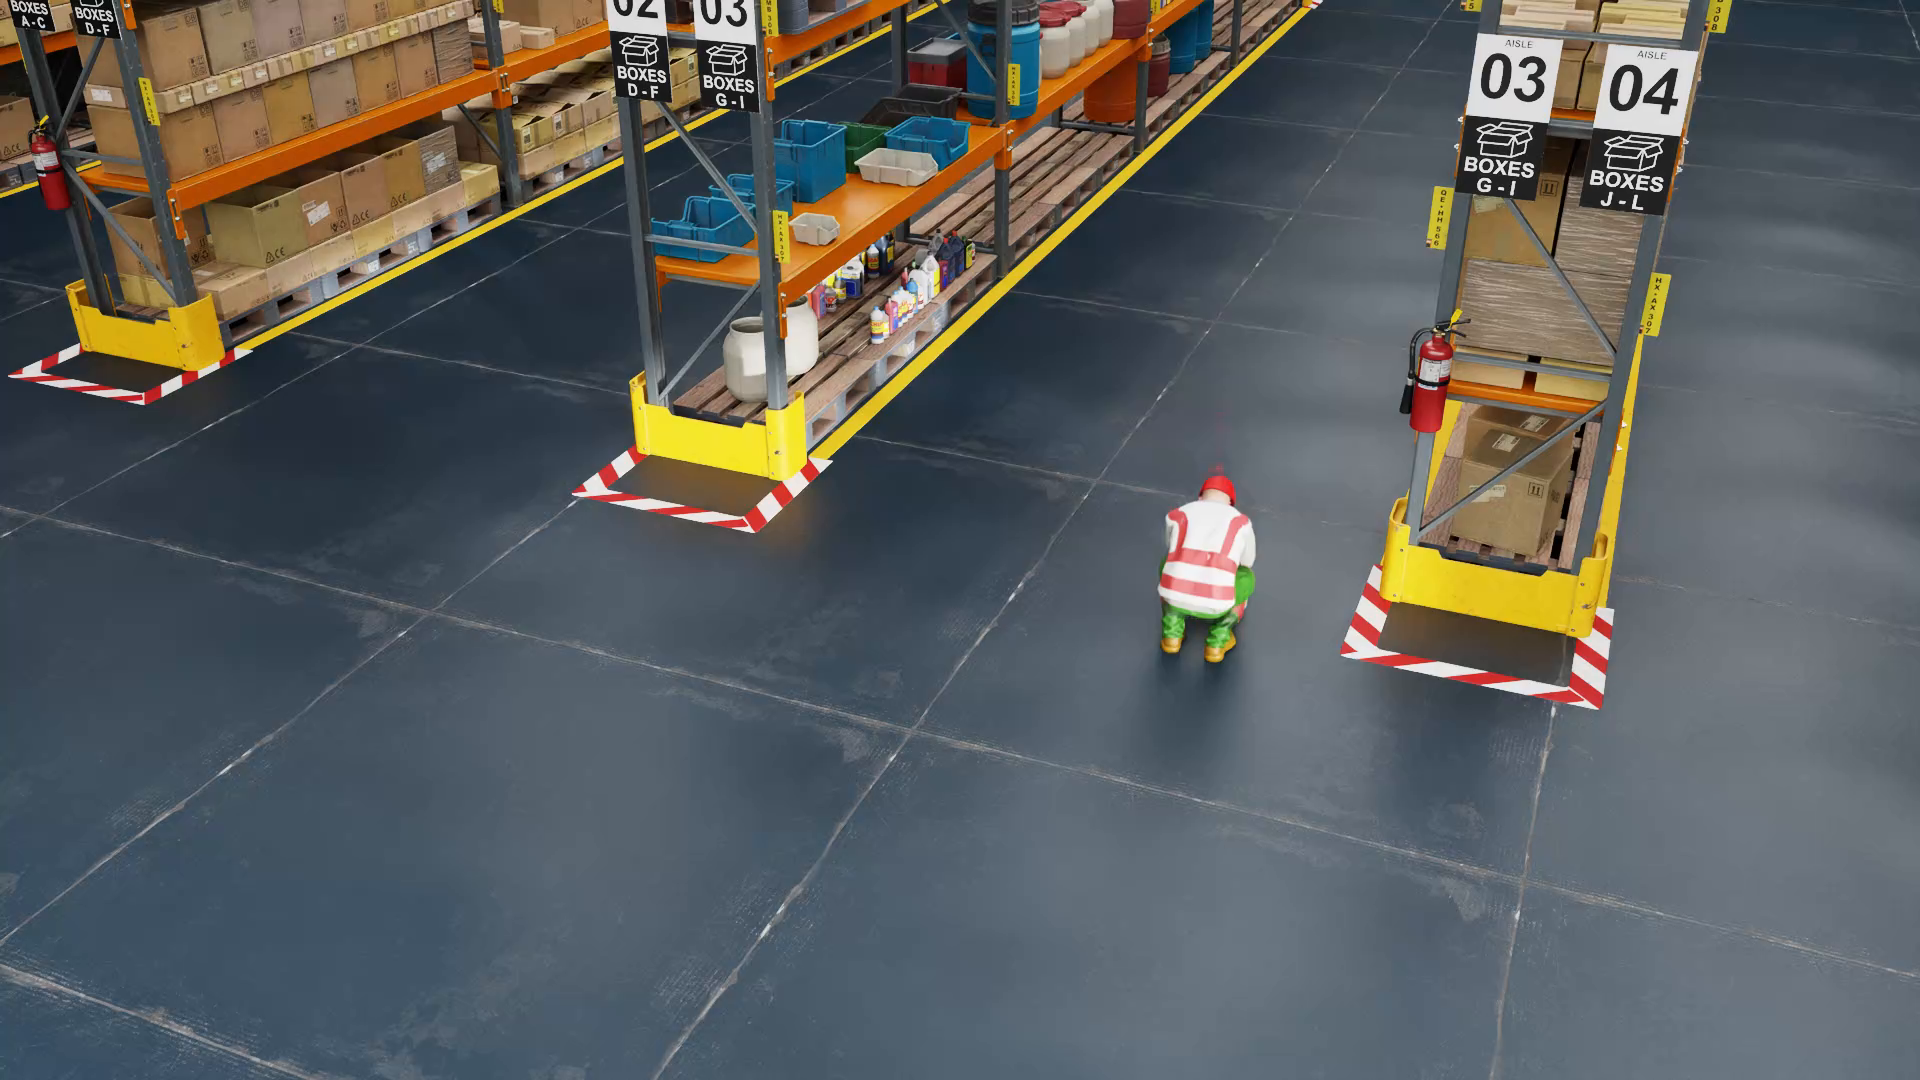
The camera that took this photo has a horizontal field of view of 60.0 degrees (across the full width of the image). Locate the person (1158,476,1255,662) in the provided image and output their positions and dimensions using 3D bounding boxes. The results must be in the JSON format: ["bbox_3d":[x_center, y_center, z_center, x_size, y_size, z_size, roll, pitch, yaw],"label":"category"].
[{"bbox_3d":[1.353,0.199,9.141,0.542,0.866,0.929,11,31,18],"label":"person"}]
